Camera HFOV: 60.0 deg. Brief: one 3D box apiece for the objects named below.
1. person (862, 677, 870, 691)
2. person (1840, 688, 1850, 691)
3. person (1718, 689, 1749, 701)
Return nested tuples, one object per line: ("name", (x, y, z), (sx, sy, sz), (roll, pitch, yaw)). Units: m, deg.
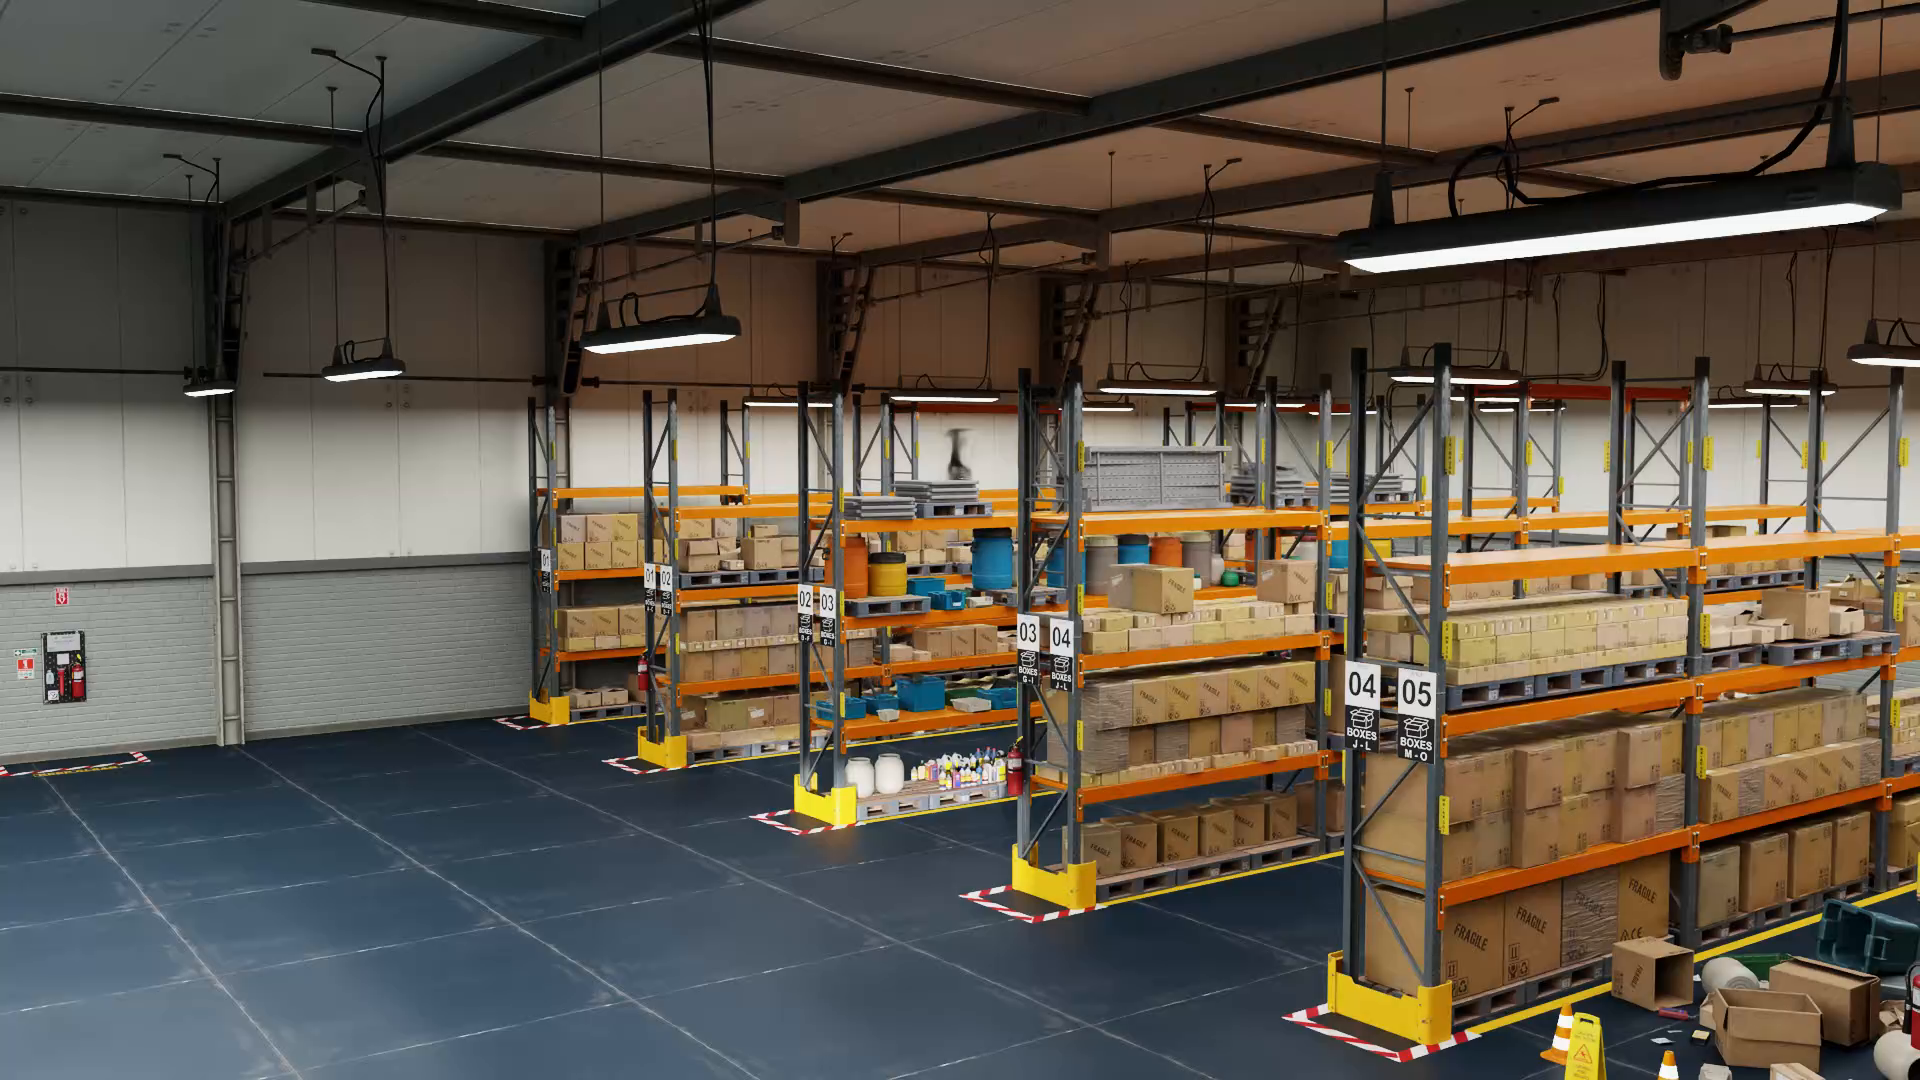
("person", (-2.054, 2.423, 32.214), (0.650, 1.718, 0.941), (3, 4, 41))
("person", (12.700, 2.933, 23.893), (0.547, 1.613, 0.595), (3, 5, 45))
("person", (11.633, 2.894, 24.681), (1.014, 1.721, 0.695), (-2, 4, -36))
